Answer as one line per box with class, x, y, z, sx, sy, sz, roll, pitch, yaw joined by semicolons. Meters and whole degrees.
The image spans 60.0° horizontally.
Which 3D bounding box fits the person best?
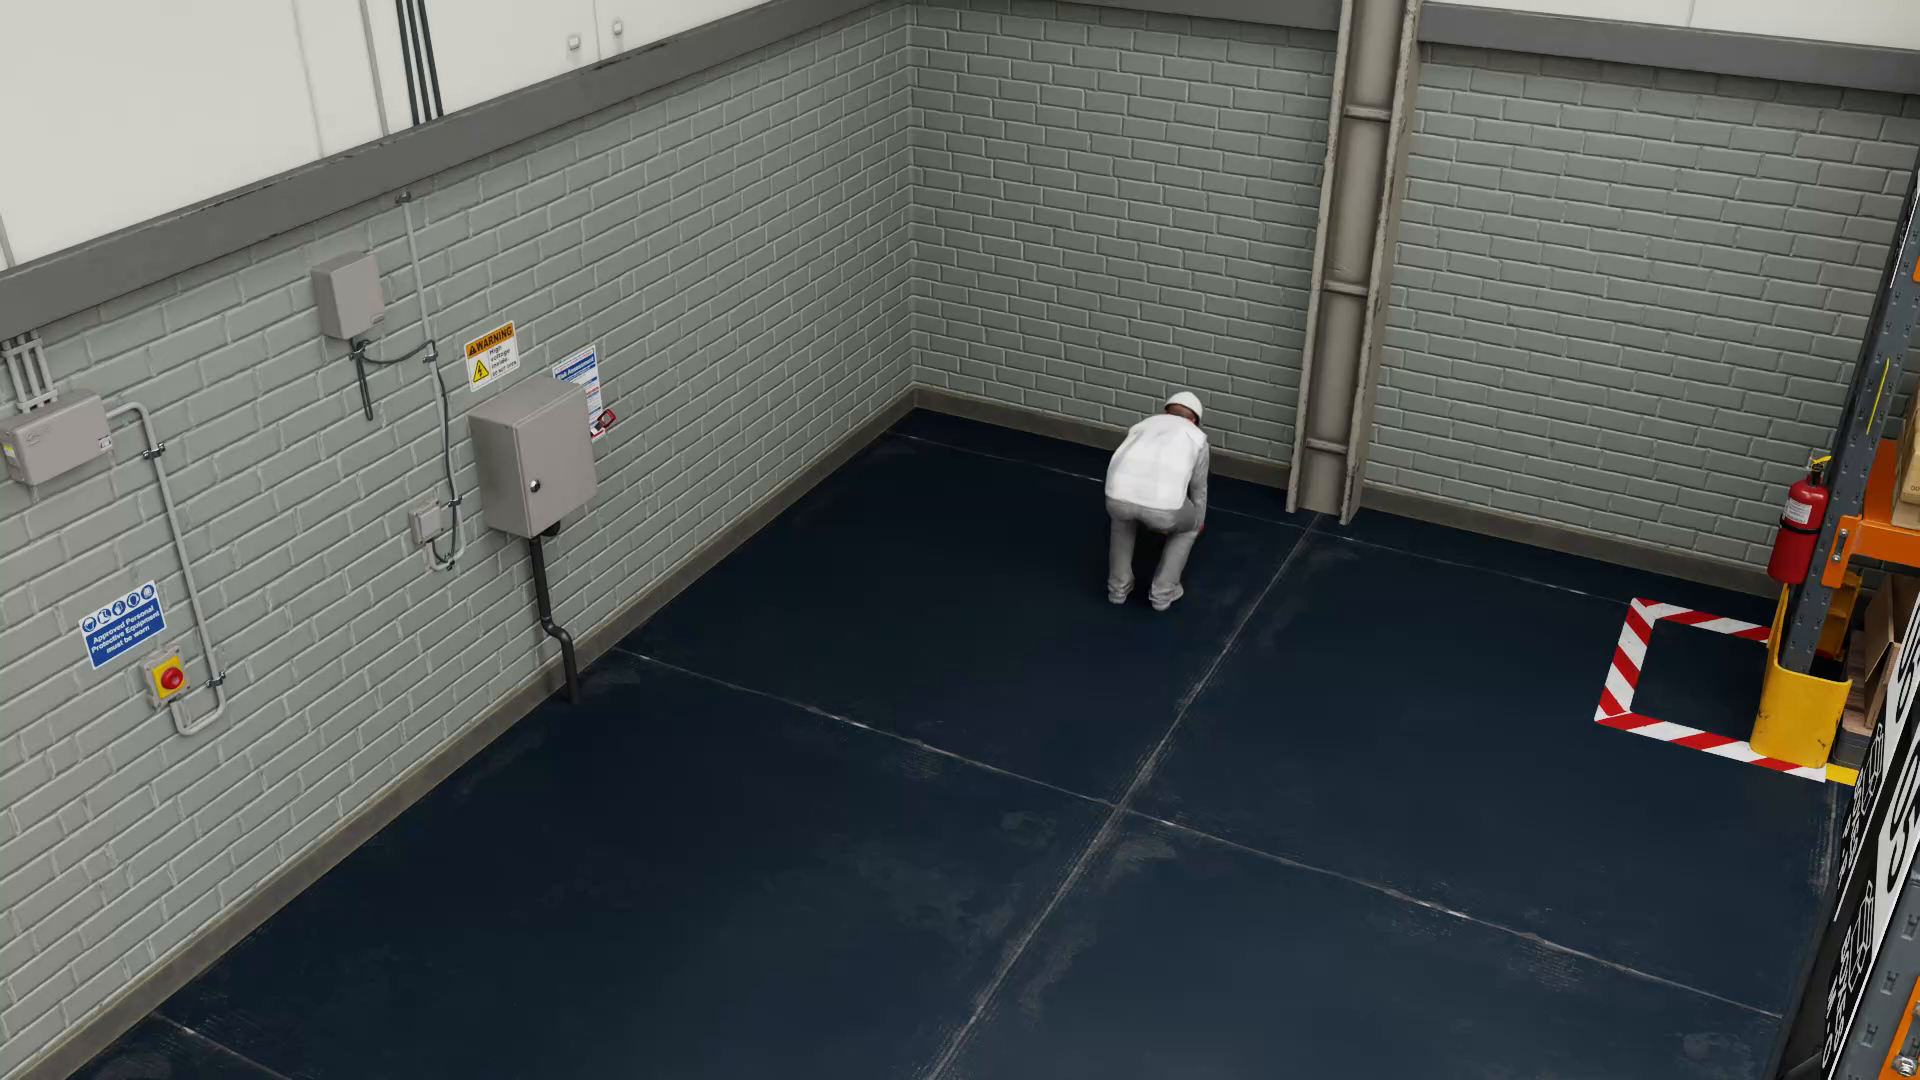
person;1.120;-0.204;9.359;0.503;1.040;0.997;13;32;21
